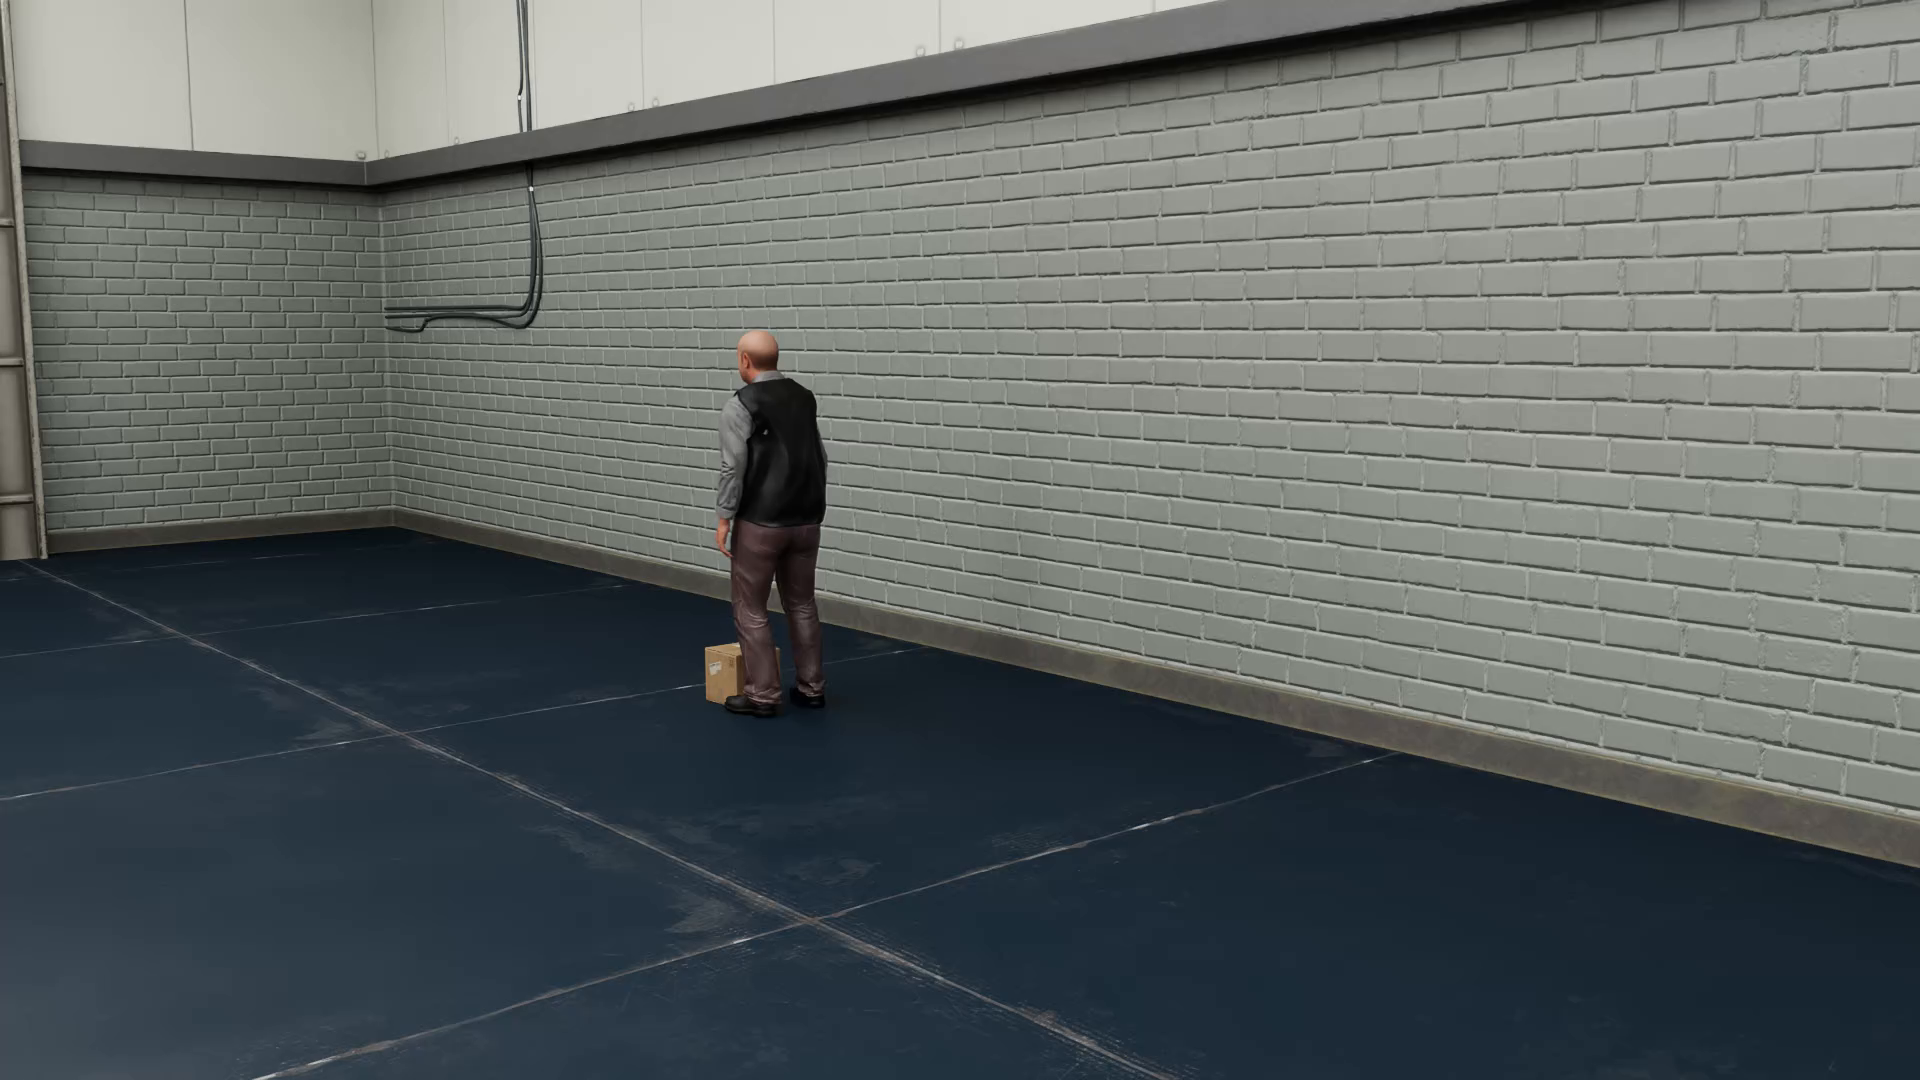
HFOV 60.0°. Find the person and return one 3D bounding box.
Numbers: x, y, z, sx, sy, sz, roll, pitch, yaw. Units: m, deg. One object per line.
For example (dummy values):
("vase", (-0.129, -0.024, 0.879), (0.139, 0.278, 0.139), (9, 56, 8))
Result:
("person", (-0.831, -0.026, 7.464), (0.594, 1.621, 0.418), (-7, 10, -43))
